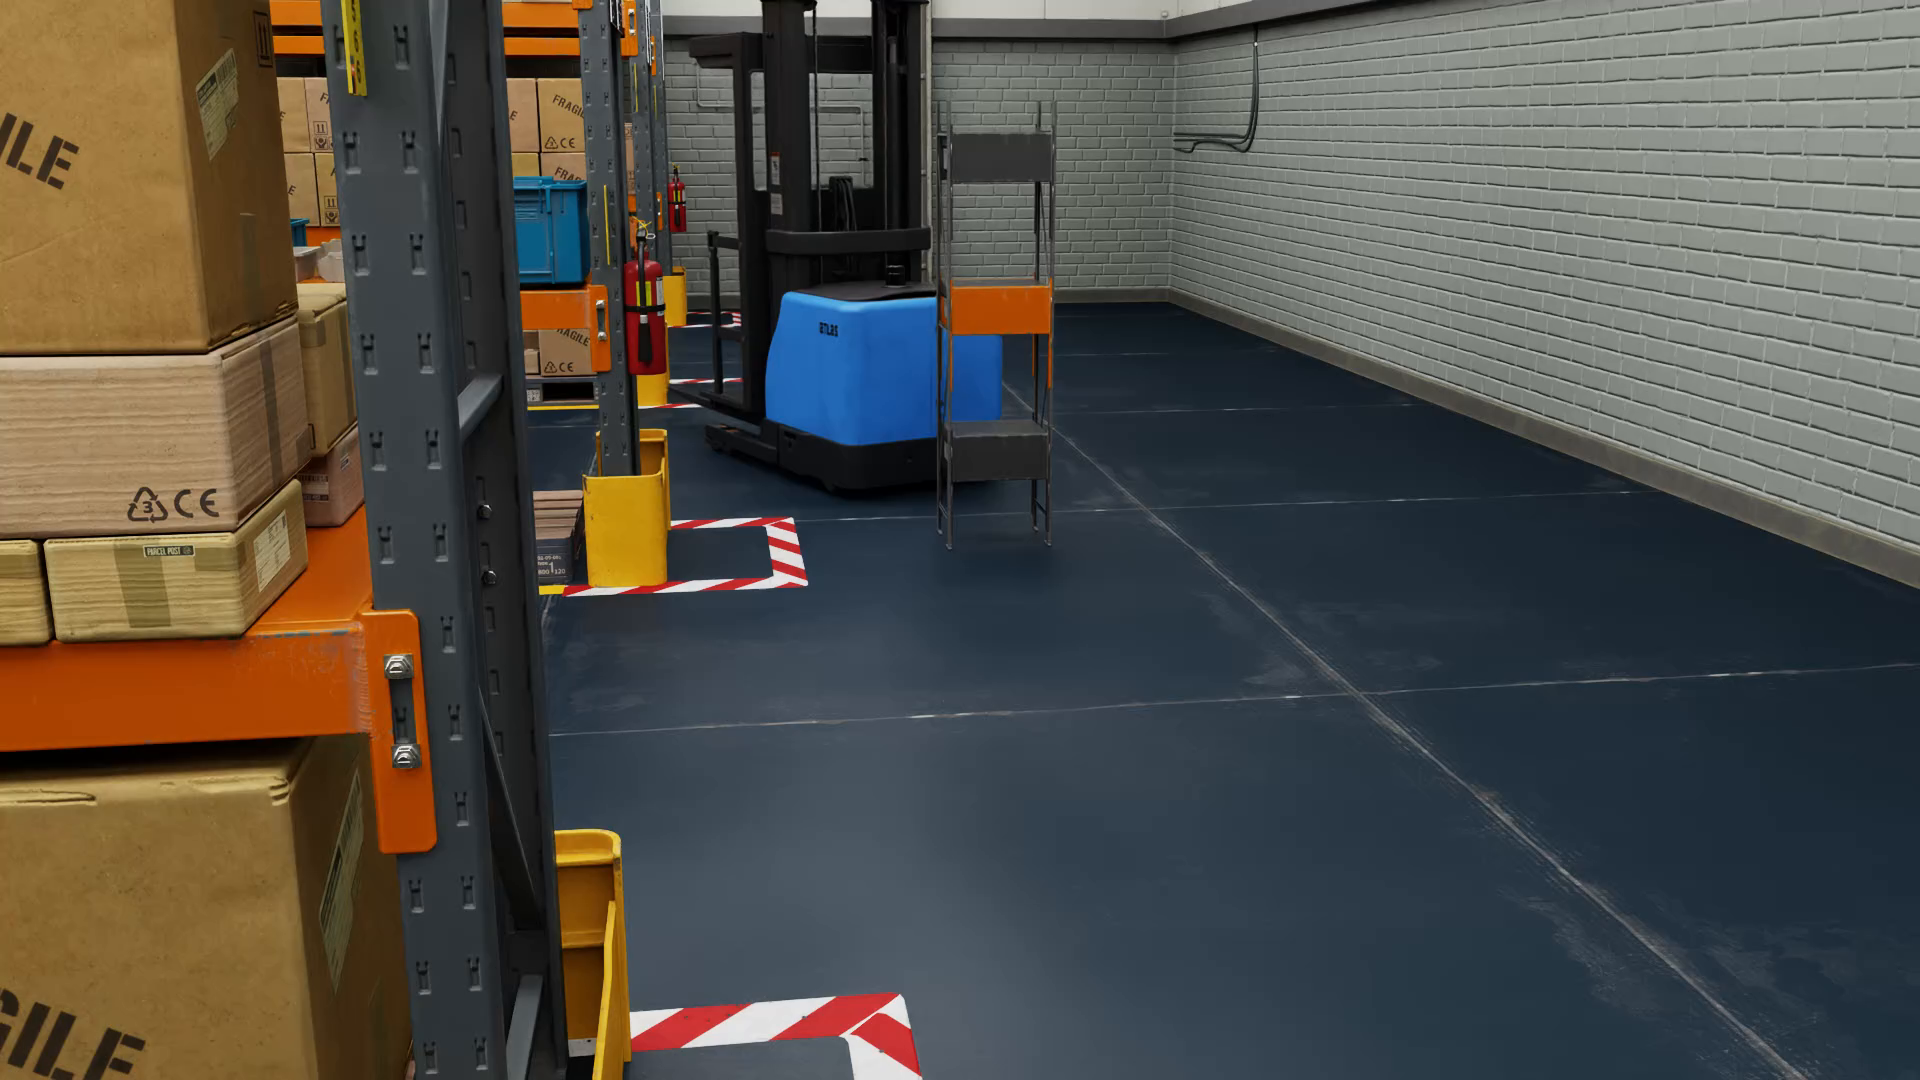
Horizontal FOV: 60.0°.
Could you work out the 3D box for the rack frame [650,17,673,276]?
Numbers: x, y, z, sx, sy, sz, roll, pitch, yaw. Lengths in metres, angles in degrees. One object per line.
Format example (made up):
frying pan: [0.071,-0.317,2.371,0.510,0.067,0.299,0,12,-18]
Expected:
rack frame: [-3.064,-3.766,17.071,0.127,3.000,1.000,-2,14,-8]

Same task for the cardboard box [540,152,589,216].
cardboard box: [-2.724,-2.541,11.982,0.500,0.500,0.500,-2,14,-7]

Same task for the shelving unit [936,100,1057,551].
shelving unit: [0.164,-1.024,7.990,0.503,2.100,0.431,-2,14,-8]

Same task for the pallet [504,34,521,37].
pallet: [-5.005,-5.103,16.420,1.213,0.211,1.003,-2,14,-8]

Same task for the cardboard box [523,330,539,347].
cardboard box: [-3.396,-1.484,12.722,0.500,0.250,0.500,-2,14,-8]

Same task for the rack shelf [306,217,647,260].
rack shelf: [-4.300,-2.153,12.119,4.000,0.370,1.077,-2,14,-8]

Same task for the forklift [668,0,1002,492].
forklift: [-0.947,-1.997,10.157,1.130,2.935,3.031,-9,16,-31]

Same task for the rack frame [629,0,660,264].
rack frame: [-2.322,-2.574,12.320,0.127,3.000,1.000,-2,14,-8]

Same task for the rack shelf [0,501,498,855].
rack shelf: [-2.828,0.230,2.617,4.000,0.370,1.077,-2,14,-8]

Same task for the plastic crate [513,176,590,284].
plastic crate: [-1.891,-1.372,7.330,0.499,0.435,0.616,-2,14,-8]

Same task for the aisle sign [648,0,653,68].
aisle sign: [-2.298,-3.908,12.295,0.004,0.787,0.394,-2,14,-8]

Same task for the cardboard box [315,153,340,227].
cardboard box: [-4.229,-2.486,11.764,0.500,0.500,0.500,-2,14,-9]

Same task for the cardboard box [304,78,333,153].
cardboard box: [-4.240,-2.968,11.631,0.500,0.500,0.500,-2,14,-7]

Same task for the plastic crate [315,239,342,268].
plastic crate: [-2.881,-1.338,7.809,0.298,0.136,0.250,-2,14,-8]

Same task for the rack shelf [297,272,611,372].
rack shelf: [-3.565,-0.961,7.367,4.000,0.370,1.077,-2,14,-8]

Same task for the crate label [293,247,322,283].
crate label: [-2.928,-1.188,7.210,0.243,0.136,0.396,-2,14,-8]

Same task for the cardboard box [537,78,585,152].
cardboard box: [-2.721,-3.025,11.858,0.500,0.500,0.500,-2,14,-9]

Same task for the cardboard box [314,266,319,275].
cardboard box: [-6.264,-2.614,16.756,0.500,0.500,0.700,-2,14,-8]

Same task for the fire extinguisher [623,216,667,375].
fire extinguisher: [-1.371,-1.060,7.209,0.183,0.674,0.296,-2,14,-8]

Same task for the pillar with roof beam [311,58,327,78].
pillar with roof beam: [-5.814,-5.729,12.565,0.400,9.000,9.100,-2,14,-8]

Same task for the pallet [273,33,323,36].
pallet: [-6.208,-5.060,16.247,1.213,0.211,1.003,-2,14,-8]

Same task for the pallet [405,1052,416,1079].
pallet: [-1.629,1.209,2.967,1.213,0.211,1.003,-2,14,-8]

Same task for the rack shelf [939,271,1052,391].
rack shelf: [0.164,-1.011,7.994,0.480,0.518,0.431,-2,14,-8]

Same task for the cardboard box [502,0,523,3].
cardboard box: [-3.287,-3.859,11.585,0.500,0.250,0.500,-2,14,-8]

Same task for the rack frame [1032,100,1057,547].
rack frame: [0.405,-1.033,8.026,0.015,2.100,0.400,-2,14,-8]

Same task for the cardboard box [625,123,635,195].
cardboard box: [-3.567,-3.890,16.951,0.700,0.700,0.980,-1,14,-6]

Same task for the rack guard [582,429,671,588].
rack guard: [-1.566,-0.174,7.889,0.348,0.500,1.175,-2,14,-8]

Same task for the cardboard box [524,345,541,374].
cardboard box: [-3.237,-1.341,12.324,0.250,0.166,0.380,-2,14,-8]

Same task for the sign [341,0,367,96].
sign: [-0.783,-0.737,2.126,0.005,0.325,0.100,-2,14,-8]

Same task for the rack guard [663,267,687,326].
rack guard: [-3.040,-2.554,17.378,0.348,0.500,1.175,-2,14,-8]

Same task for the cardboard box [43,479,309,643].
cardboard box: [-1.153,0.023,2.481,0.250,0.149,0.380,-2,14,-7]

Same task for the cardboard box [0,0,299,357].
cardboard box: [-1.293,-0.546,2.386,0.500,0.500,0.500,-2,14,-8]

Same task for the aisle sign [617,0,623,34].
aisle sign: [-1.561,-2.718,7.548,0.004,0.787,0.394,-2,14,-8]

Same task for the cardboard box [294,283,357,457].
cardboard box: [-1.365,-0.310,2.990,0.500,0.250,0.500,-2,14,-10]

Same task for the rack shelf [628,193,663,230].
rack shelf: [-5.041,-3.344,16.869,4.000,0.370,1.077,-2,14,-8]

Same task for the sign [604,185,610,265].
sign: [-1.490,-1.330,7.024,0.005,0.325,0.100,-2,14,-8]

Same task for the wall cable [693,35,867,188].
wall cable: [-1.938,-4.532,18.040,1.851,1.984,0.084,-2,14,-8]

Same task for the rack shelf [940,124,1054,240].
rack shelf: [0.164,-1.690,7.823,0.480,0.518,0.431,-2,14,-8]
